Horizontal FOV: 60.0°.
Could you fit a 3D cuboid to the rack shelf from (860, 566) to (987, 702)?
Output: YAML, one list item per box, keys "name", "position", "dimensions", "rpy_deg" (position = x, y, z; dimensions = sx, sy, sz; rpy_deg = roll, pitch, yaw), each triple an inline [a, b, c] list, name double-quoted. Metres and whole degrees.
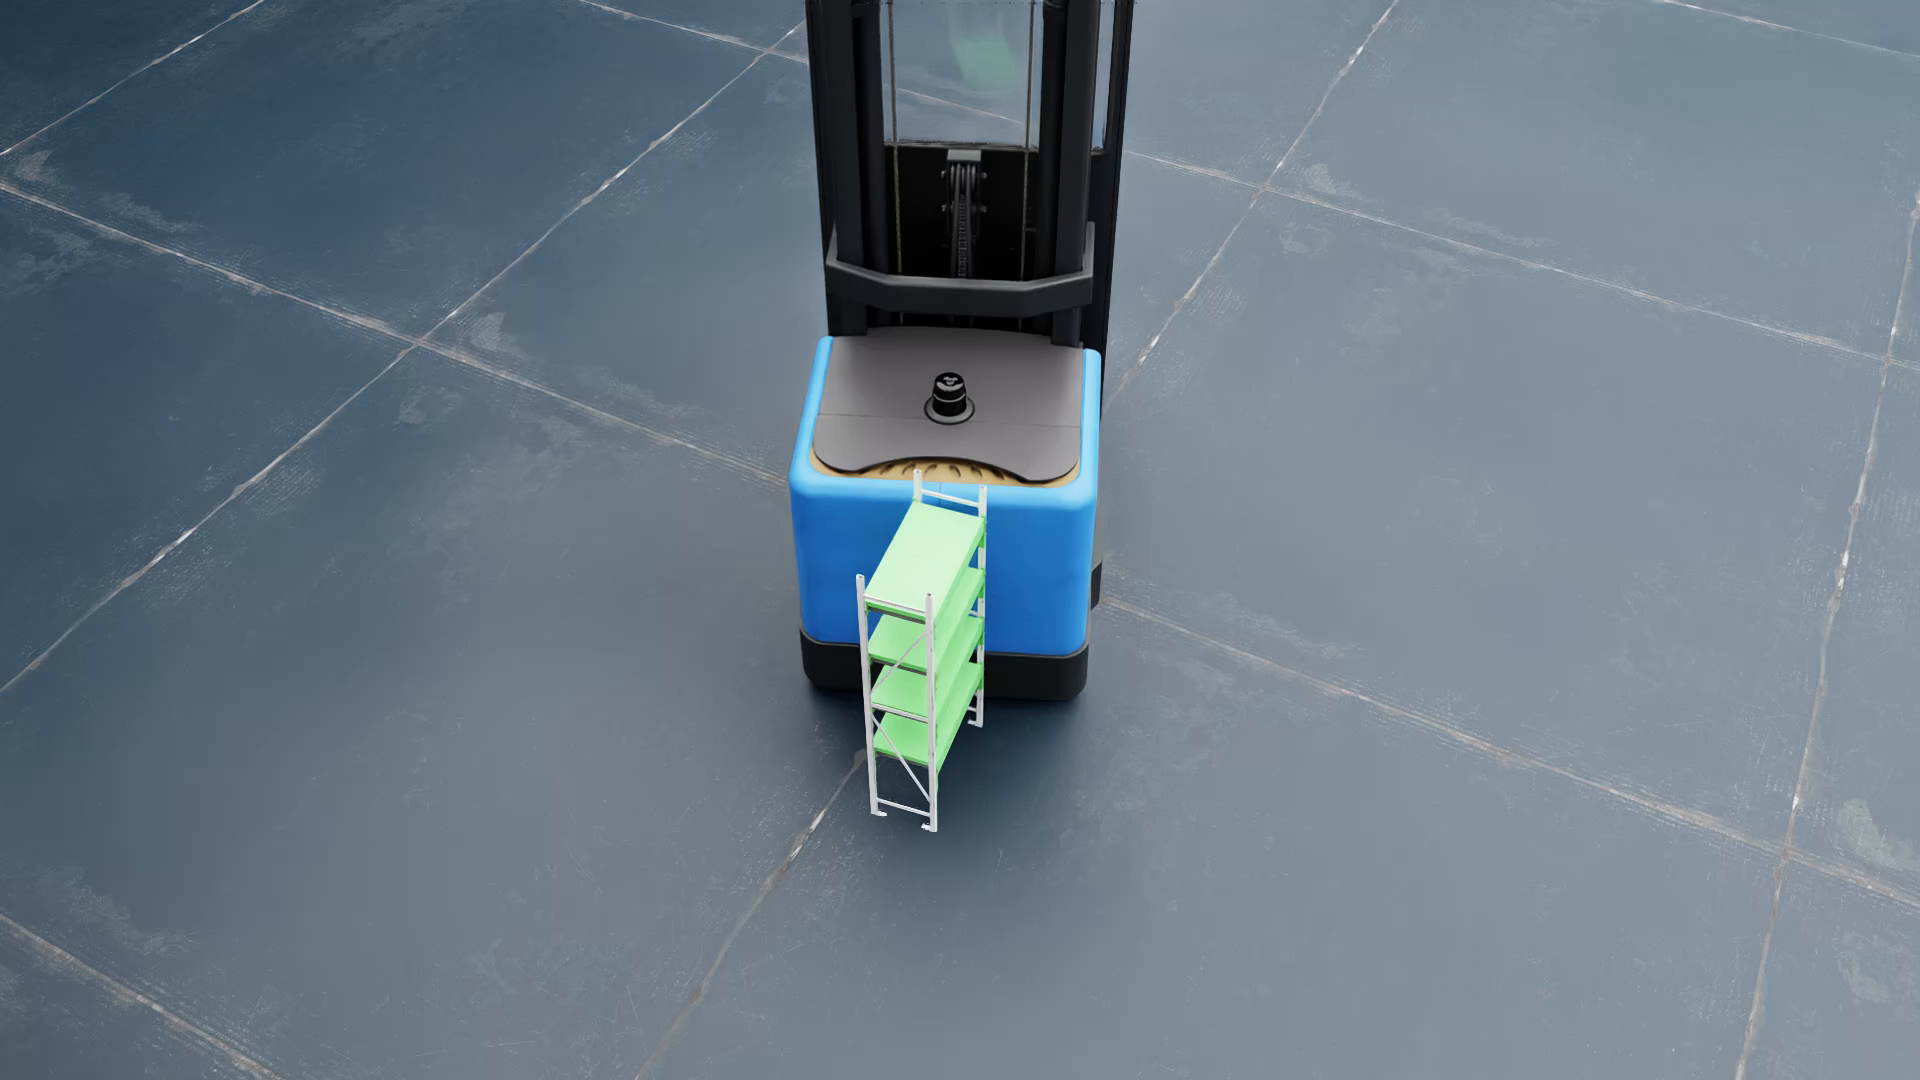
- name: "rack shelf"
  position: [-0.113, 0.270, 5.392]
  dimensions: [0.258, 0.148, 0.480]
  rpy_deg: [14, 47, 14]

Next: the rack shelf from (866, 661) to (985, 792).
- name: "rack shelf"
  position: [-0.113, 0.607, 5.734]
  dimensions: [0.258, 0.148, 0.480]
  rpy_deg: [14, 47, 14]

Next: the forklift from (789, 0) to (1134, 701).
- name: "forklift"
  position: [0.050, -1.489, 6.161]
  dimensions: [1.130, 2.935, 3.031]
  rpy_deg: [3, 45, 3]

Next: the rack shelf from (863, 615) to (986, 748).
- name: "rack shelf"
  position: [-0.113, 0.439, 5.563]
  dimensions: [0.258, 0.148, 0.480]
  rpy_deg: [14, 47, 14]

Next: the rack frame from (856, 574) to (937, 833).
- name: "rack frame"
  position: [-0.194, 0.557, 5.356]
  dimensions: [0.240, 1.200, 0.015]
  rpy_deg: [14, 47, 14]

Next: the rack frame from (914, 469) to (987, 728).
- name: "rack frame"
  position: [-0.032, 0.230, 5.679]
  dimensions: [0.240, 1.200, 0.015]
  rpy_deg: [14, 47, 14]

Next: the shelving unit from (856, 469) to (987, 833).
- name: "shelving unit"
  position: [-0.113, 0.394, 5.517]
  dimensions: [0.258, 1.200, 0.503]
  rpy_deg: [14, 47, 14]

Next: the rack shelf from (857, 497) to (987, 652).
- name: "rack shelf"
  position: [-0.113, 0.101, 5.221]
  dimensions: [0.258, 0.148, 0.480]
  rpy_deg: [14, 47, 14]
